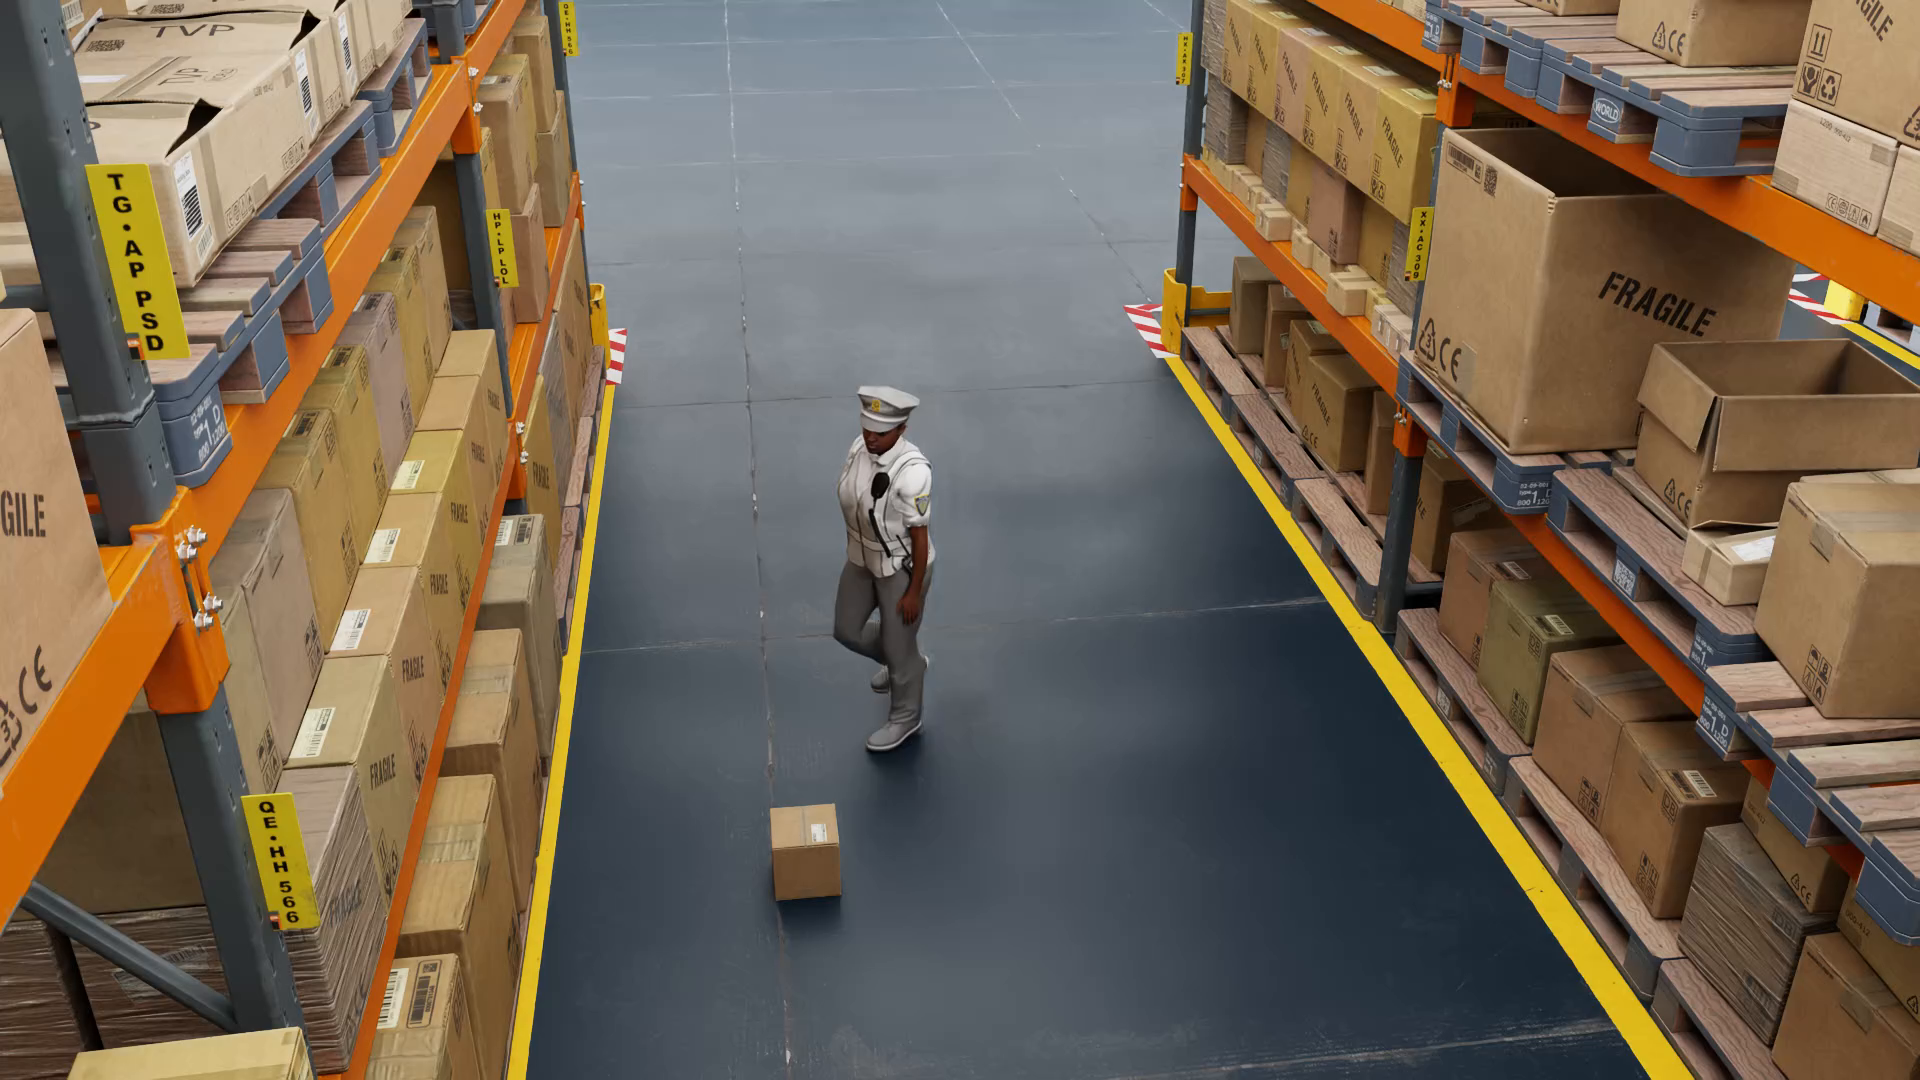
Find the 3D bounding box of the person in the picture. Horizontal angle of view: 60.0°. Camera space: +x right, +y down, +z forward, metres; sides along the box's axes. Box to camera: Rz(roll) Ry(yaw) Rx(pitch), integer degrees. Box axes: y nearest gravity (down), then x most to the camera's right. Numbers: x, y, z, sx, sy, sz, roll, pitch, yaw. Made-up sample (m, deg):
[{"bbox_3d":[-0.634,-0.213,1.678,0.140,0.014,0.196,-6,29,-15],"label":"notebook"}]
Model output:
[{"bbox_3d":[-0.266,0.087,6.920,0.496,1.665,0.534,-22,34,-36],"label":"person"}]
